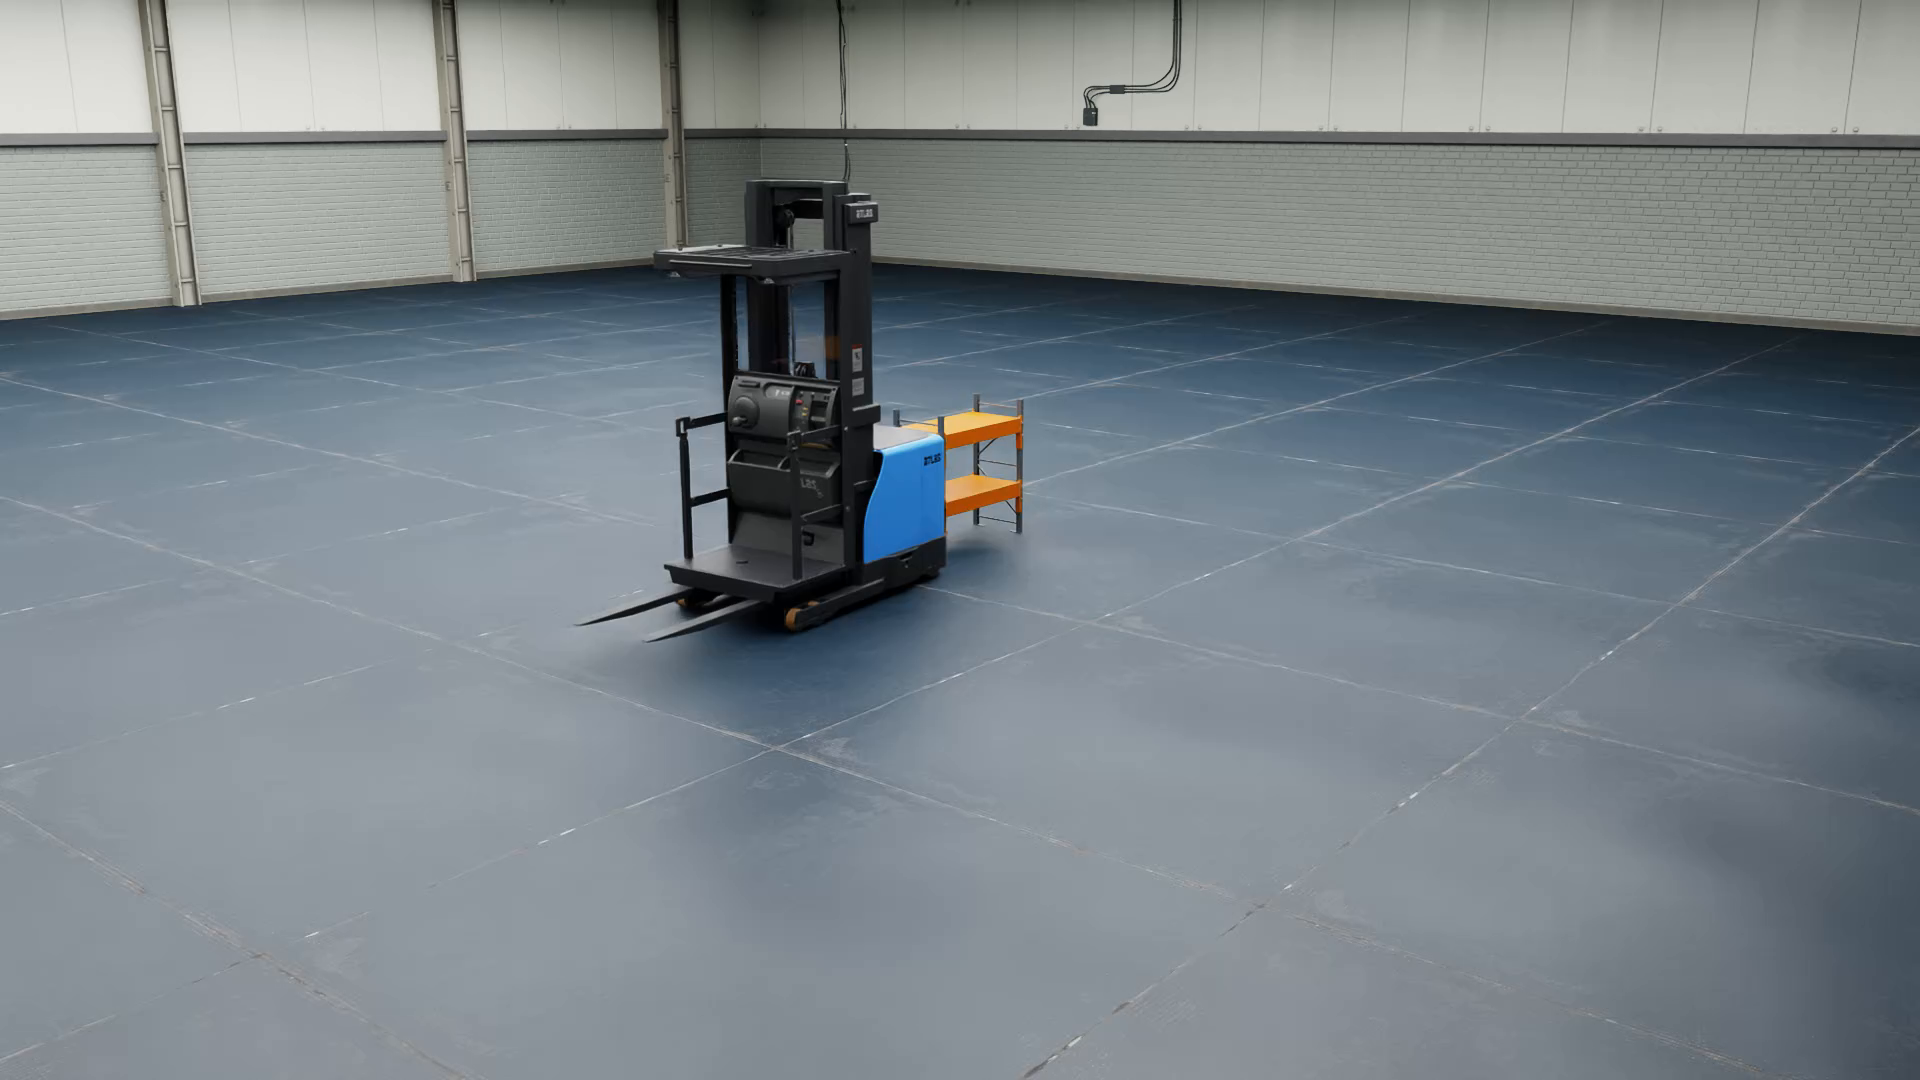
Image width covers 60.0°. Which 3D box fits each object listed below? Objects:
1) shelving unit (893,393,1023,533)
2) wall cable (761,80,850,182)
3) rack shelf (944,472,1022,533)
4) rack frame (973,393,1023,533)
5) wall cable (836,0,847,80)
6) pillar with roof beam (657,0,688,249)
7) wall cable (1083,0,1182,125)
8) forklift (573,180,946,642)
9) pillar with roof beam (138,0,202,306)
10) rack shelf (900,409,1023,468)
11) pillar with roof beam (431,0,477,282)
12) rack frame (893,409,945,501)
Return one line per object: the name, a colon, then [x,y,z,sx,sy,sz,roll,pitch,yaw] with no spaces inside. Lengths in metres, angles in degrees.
shelving unit: [-0.004,-0.544,13.479,0.538,1.125,1.048,11,18,38]
wall cable: [-3.848,-9.856,40.450,3.097,2.526,0.112,11,18,38]
rack shelf: [-0.004,-0.307,13.540,0.538,0.278,1.000,11,18,38]
rack frame: [0.315,-0.641,13.863,0.500,1.125,0.032,11,18,38]
wall cable: [-1.744,-11.885,38.180,3.097,2.526,0.112,11,18,38]
pillar with roof beam: [-3.380,-10.335,36.030,9.100,9.000,0.400,11,18,38]
wall cable: [3.526,-11.537,33.854,2.305,6.003,0.169,11,18,38]
forklift: [-1.348,-0.933,11.341,1.130,2.935,3.031,10,17,33]
pillar with roof beam: [-10.922,-8.037,26.983,9.100,9.000,0.400,11,18,38]
rack shelf: [-0.004,-0.828,13.407,0.538,0.278,1.000,11,18,38]
pillar with roof beam: [-7.151,-9.186,31.507,9.100,9.000,0.400,11,18,38]
rack frame: [-0.324,-0.447,13.096,0.500,1.125,0.032,11,18,38]
